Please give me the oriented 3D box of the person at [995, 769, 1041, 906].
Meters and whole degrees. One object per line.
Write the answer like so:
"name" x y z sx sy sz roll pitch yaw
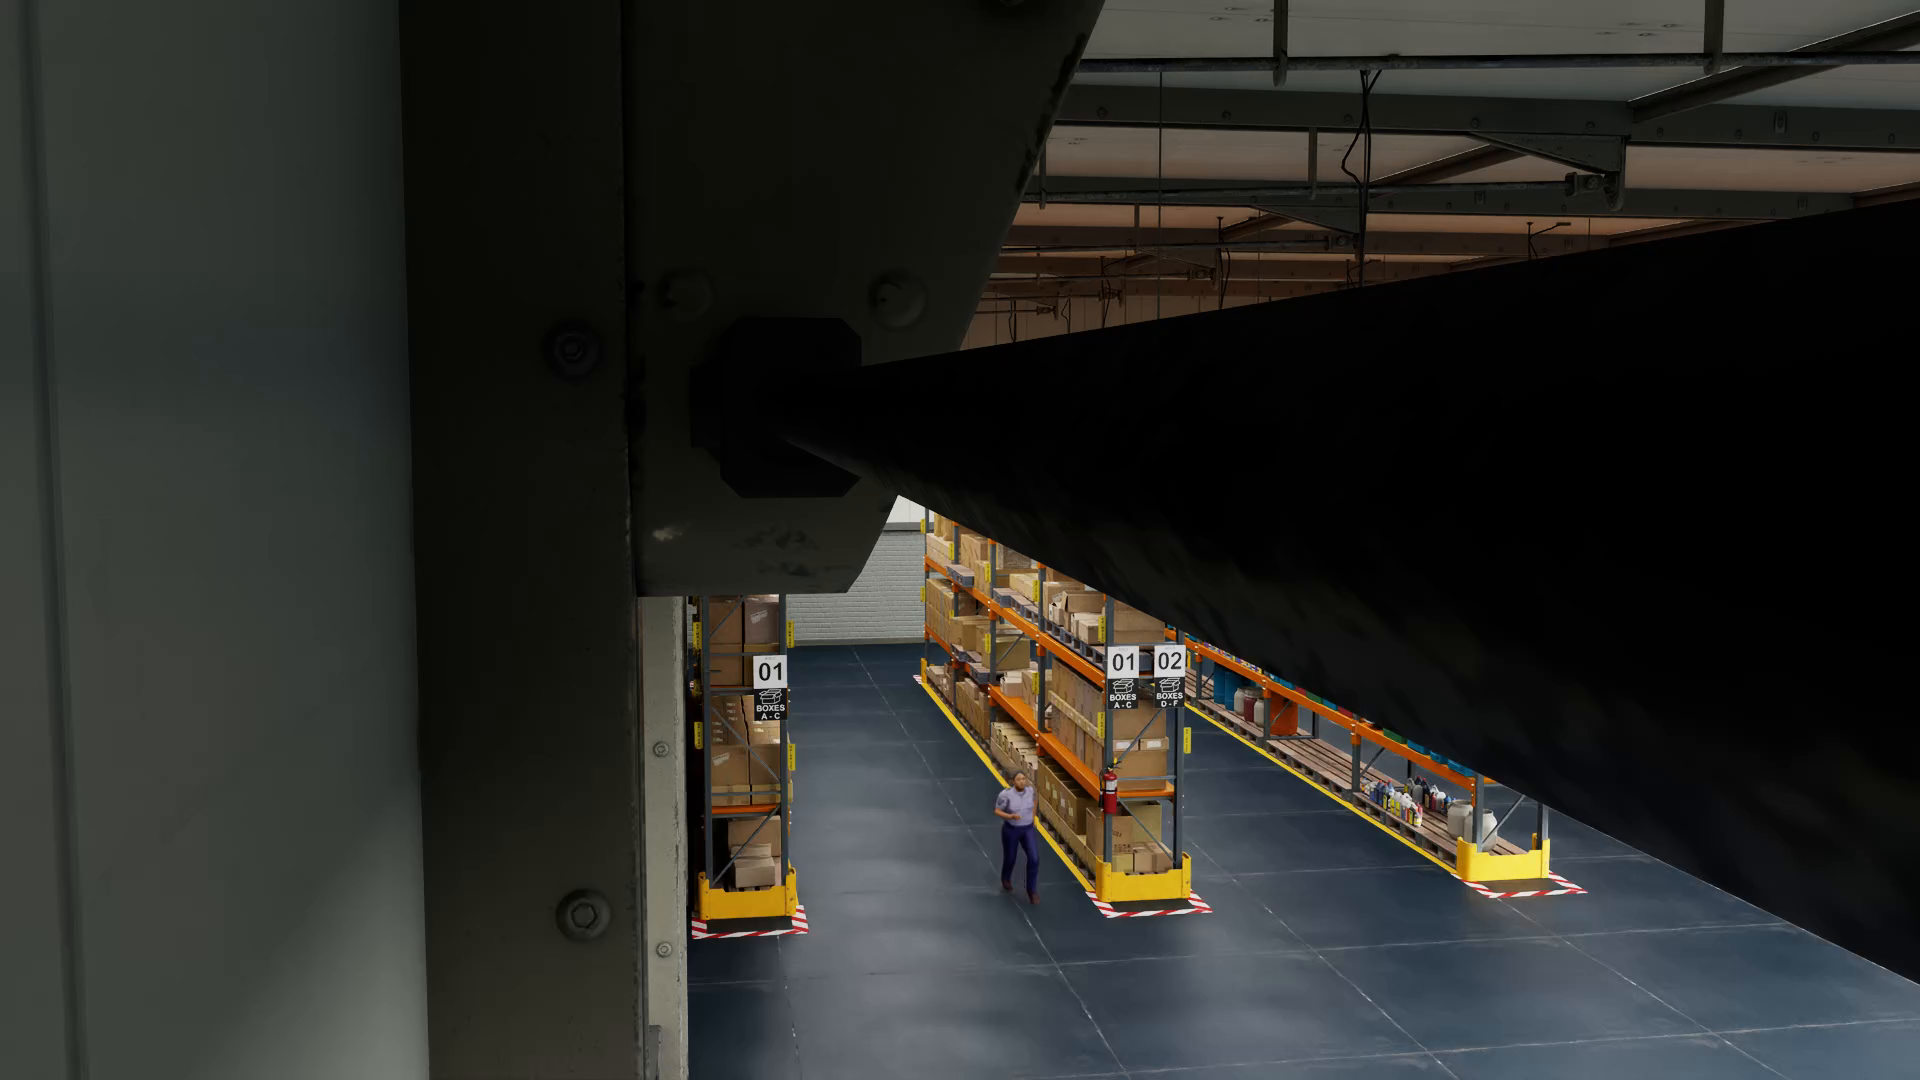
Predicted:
"person" 0.715 3.699 20.873 0.616 1.676 0.819 -1 5 -14
